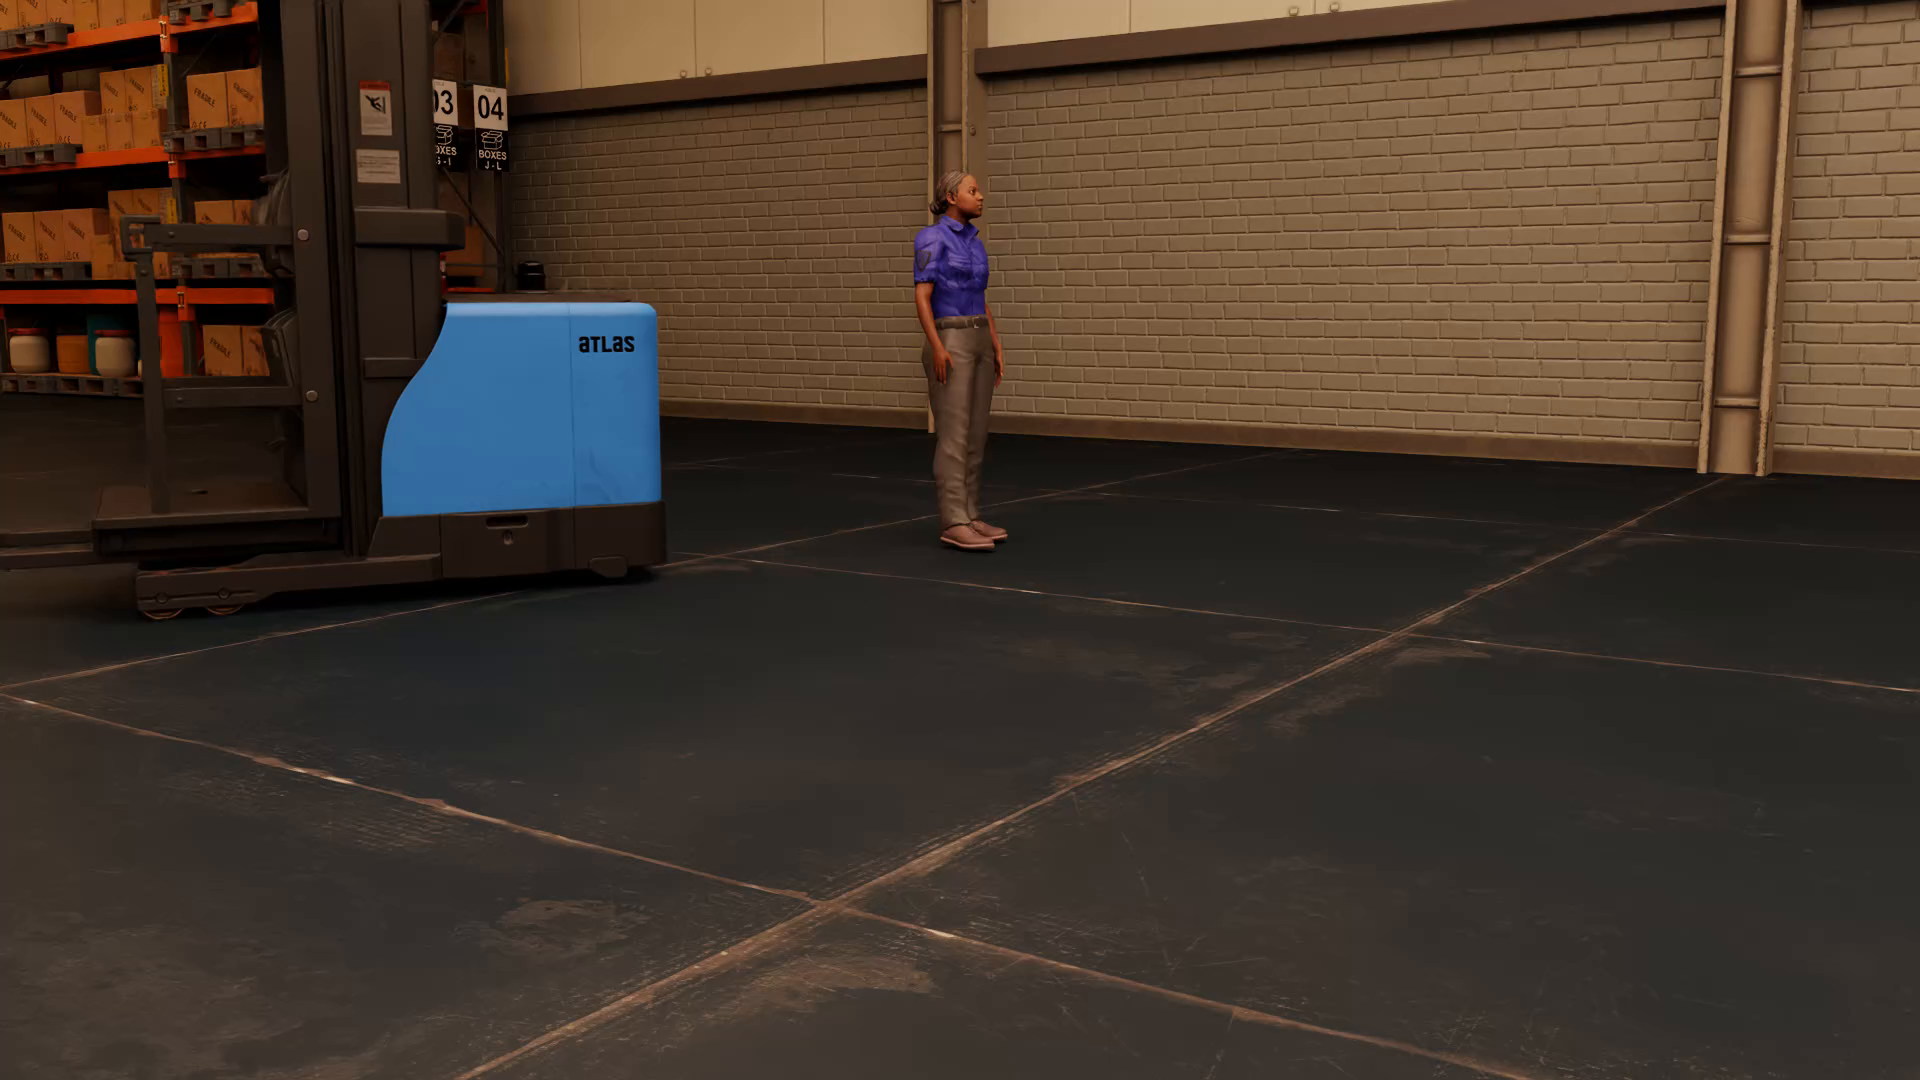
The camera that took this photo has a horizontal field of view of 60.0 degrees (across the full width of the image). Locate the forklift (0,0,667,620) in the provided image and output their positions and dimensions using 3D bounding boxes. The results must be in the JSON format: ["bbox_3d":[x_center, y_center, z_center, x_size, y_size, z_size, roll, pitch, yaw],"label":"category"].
[{"bbox_3d":[-2.704,-1.263,6.072,3.031,2.935,1.130,-4,9,-26],"label":"forklift"}]

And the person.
[{"bbox_3d":[0.062,-0.817,7.422,0.503,1.656,0.570,5,10,34],"label":"person"}]
